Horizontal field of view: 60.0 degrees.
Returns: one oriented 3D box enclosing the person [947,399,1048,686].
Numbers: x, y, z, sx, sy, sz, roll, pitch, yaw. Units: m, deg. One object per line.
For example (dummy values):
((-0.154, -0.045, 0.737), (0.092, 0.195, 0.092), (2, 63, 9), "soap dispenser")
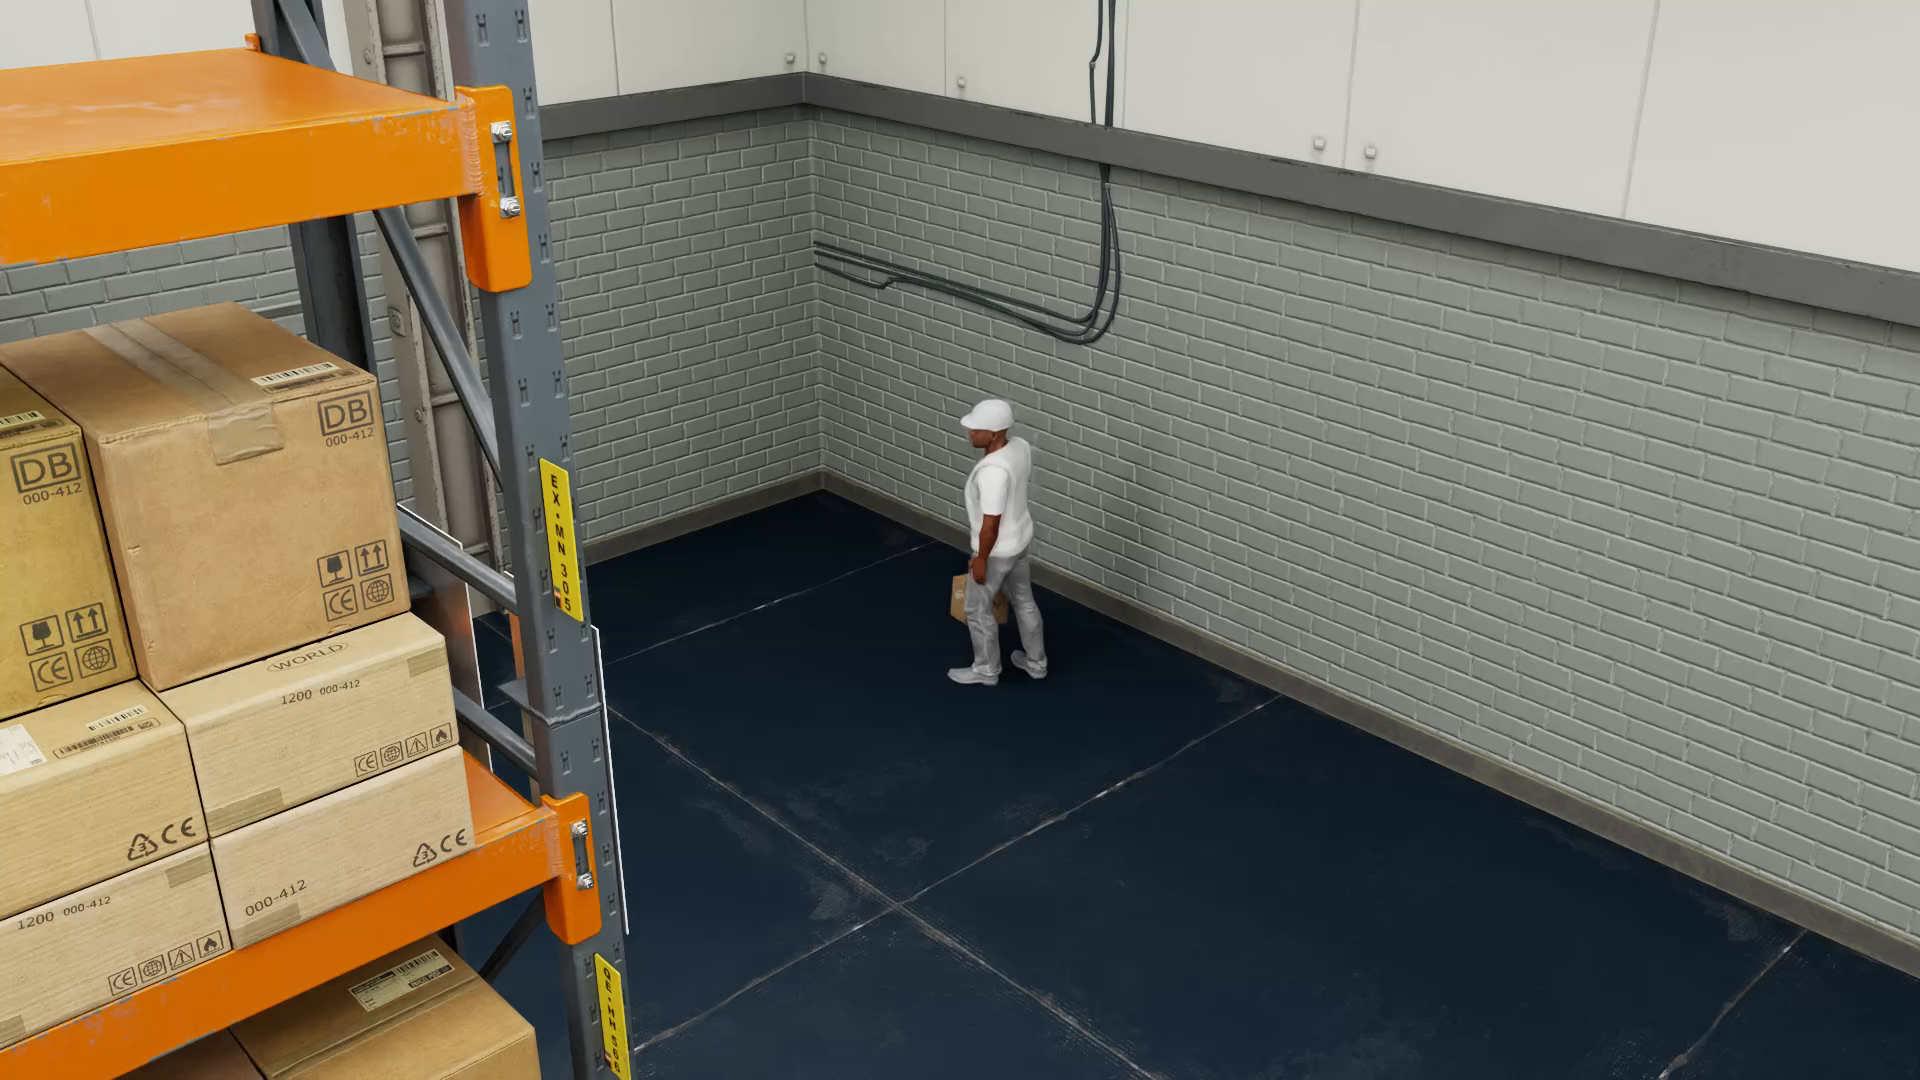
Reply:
((0.224, 0.024, 9.525), (0.558, 1.761, 0.577), (10, 26, 21), "person")
